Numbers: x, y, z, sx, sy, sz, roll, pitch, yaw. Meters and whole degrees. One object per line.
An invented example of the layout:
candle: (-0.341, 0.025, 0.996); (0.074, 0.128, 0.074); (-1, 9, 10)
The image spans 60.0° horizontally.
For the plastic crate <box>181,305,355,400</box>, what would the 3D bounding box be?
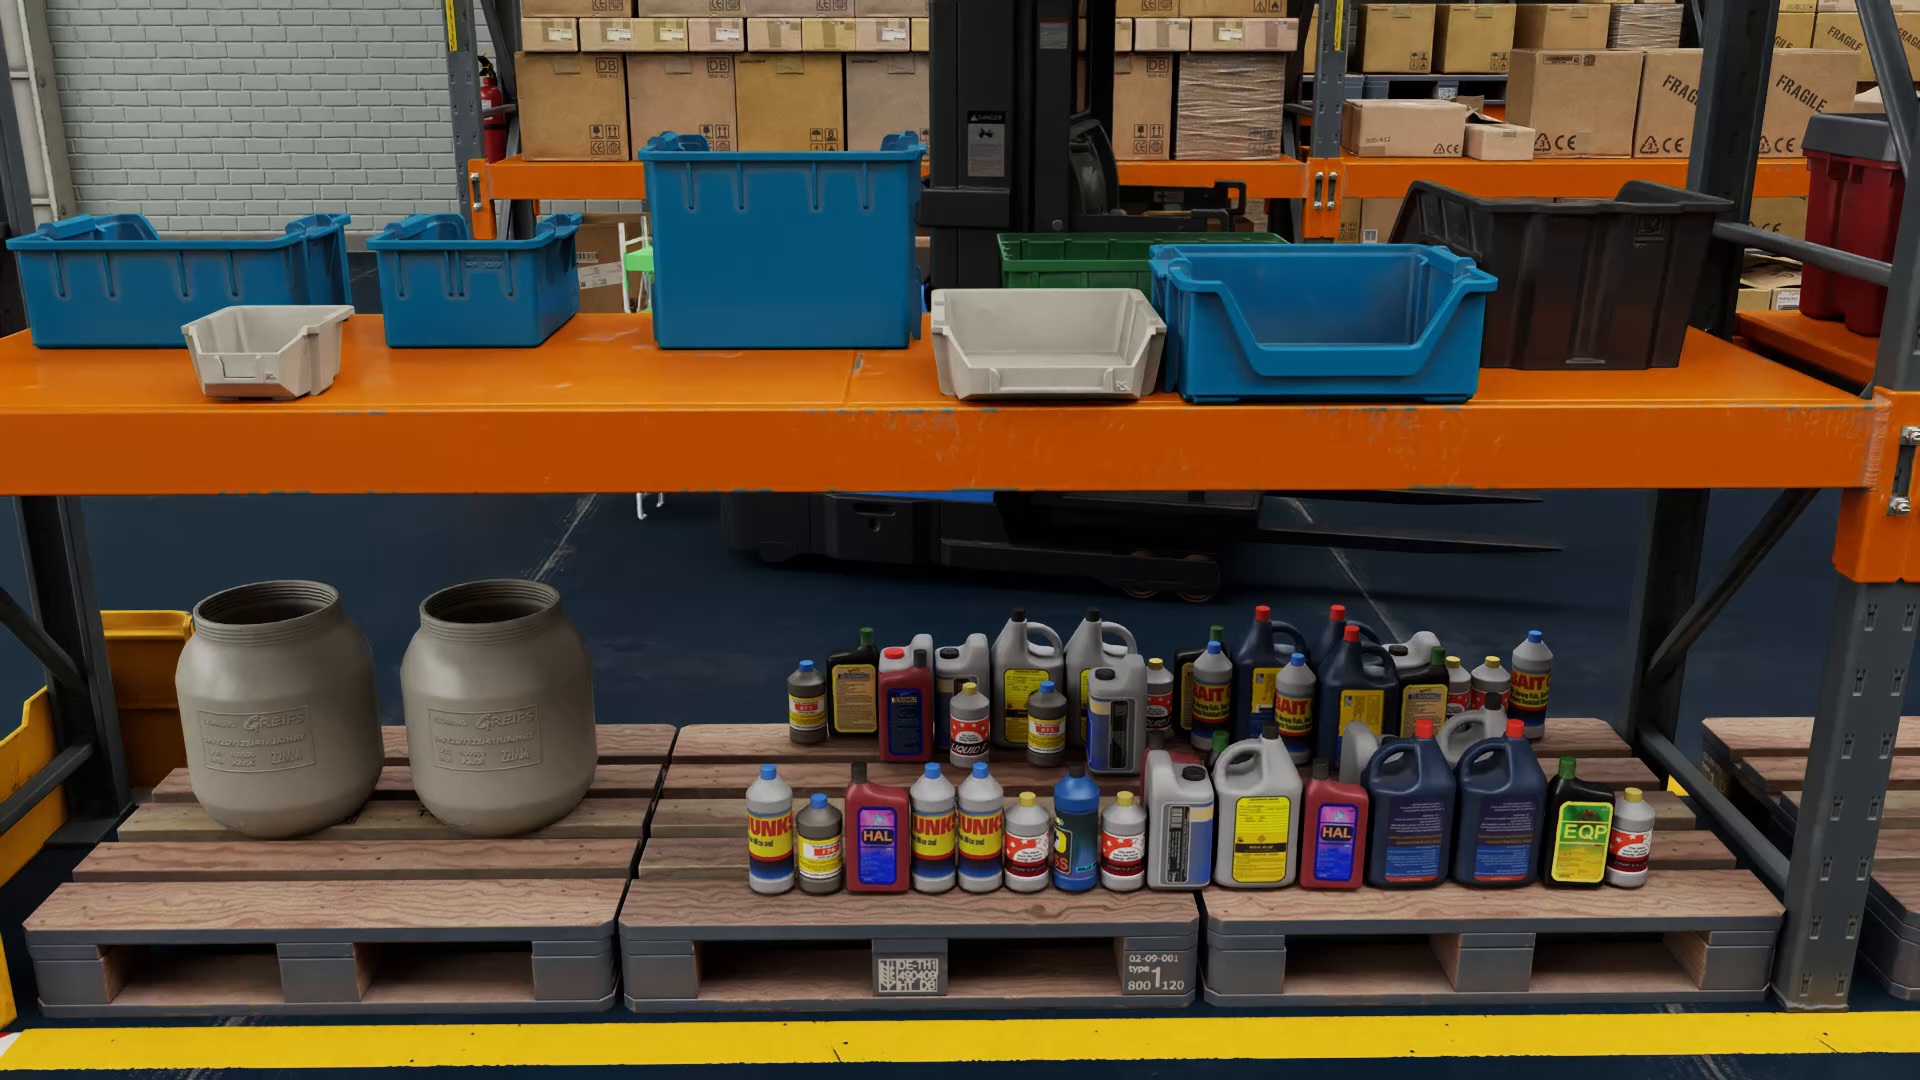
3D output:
plastic crate: (-1.318, -0.355, 3.175); (0.250, 0.136, 0.298); (0, 18, -1)

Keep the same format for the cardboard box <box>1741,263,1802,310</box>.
cardboard box: (4.163, -1.200, 8.272); (0.500, 0.311, 0.500); (0, 18, -1)

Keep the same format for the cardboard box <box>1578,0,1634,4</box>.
cardboard box: (4.959, -4.188, 12.746); (0.250, 0.149, 0.380); (-3, 18, -10)

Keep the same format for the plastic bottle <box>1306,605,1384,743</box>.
plastic bottle: (0.968, 0.335, 4.208); (0.185, 0.351, 0.144); (0, 18, 1)

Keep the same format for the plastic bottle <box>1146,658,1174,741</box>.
plastic bottle: (0.496, 0.402, 4.246); (0.097, 0.201, 0.097); (0, 18, 0)

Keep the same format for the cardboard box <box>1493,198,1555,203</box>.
cardboard box: (4.389, -2.672, 13.337); (0.500, 0.500, 0.700); (0, 18, -1)

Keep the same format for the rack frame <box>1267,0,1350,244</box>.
rack frame: (1.707, -2.106, 8.203); (0.127, 3.000, 1.000); (0, 18, -1)

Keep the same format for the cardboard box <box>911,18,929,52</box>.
cardboard box: (-0.096, -2.388, 7.856); (0.250, 0.149, 0.380); (0, 18, 1)

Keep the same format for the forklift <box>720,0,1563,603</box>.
forklift: (0.673, -1.354, 5.969); (3.031, 2.935, 1.130); (4, 18, 12)

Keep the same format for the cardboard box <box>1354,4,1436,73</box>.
cardboard box: (3.352, -3.882, 12.854); (0.500, 0.500, 0.700); (2, 18, 7)

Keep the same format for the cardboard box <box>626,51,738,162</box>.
cardboard box: (-1.300, -2.137, 8.135); (0.500, 0.500, 0.700); (0, 18, 1)

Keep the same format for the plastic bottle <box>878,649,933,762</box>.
plastic bottle: (-0.134, 0.407, 4.096); (0.133, 0.283, 0.061); (0, 18, -1)

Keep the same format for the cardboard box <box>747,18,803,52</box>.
cardboard box: (-0.864, -2.385, 7.847); (0.250, 0.149, 0.380); (-1, 18, -3)

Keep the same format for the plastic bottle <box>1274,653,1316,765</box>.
plastic bottle: (0.825, 0.411, 4.103); (0.097, 0.271, 0.097); (0, 18, 0)

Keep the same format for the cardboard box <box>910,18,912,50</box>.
cardboard box: (-0.362, -2.512, 8.241); (0.250, 0.149, 0.380); (-1, 18, -2)

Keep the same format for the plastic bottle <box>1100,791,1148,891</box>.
plastic bottle: (0.347, 0.632, 3.529); (0.097, 0.201, 0.097); (0, 18, 0)

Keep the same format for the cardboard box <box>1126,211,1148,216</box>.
cardboard box: (0.739, -1.443, 8.721); (0.500, 0.500, 0.500); (0, 18, -1)

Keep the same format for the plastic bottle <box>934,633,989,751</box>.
plastic bottle: (0.003, 0.377, 4.201); (0.135, 0.276, 0.152); (-1, 18, -2)

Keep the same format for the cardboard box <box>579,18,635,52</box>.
cardboard box: (-1.632, -2.382, 7.836); (0.250, 0.149, 0.380); (-1, 18, -2)

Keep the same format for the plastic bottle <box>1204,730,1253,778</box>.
plastic bottle: (0.600, 0.553, 3.640); (0.133, 0.283, 0.061); (0, 18, -1)

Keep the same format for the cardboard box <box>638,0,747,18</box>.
cardboard box: (-1.246, -2.755, 7.938); (0.500, 0.500, 0.700); (-1, 18, -2)

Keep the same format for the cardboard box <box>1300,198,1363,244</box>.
cardboard box: (2.877, -2.665, 13.317); (0.500, 0.500, 0.700); (-1, 18, -2)

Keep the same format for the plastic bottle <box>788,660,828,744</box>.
plastic bottle: (-0.388, 0.406, 4.232); (0.097, 0.201, 0.097); (0, 18, 0)

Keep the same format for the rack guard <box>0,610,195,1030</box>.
rack guard: (-2.142, 0.601, 3.855); (0.348, 0.500, 1.175); (0, 18, -1)

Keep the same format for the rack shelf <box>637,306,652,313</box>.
rack shelf: (-1.051, -0.845, 6.635); (0.480, 0.148, 0.258); (4, 18, 12)

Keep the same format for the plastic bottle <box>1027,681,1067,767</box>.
plastic bottle: (0.214, 0.447, 4.104); (0.097, 0.201, 0.097); (0, 18, 0)

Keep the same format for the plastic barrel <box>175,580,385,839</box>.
plastic barrel: (-1.561, 0.384, 3.826); (0.421, 0.512, 0.421); (0, 18, 0)

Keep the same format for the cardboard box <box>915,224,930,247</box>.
cardboard box: (-0.253, -1.276, 8.201); (0.500, 0.500, 0.500); (0, 18, -1)

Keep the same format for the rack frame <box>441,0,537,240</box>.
rack frame: (-2.292, -2.087, 8.143); (0.127, 3.000, 1.000); (0, 18, -1)

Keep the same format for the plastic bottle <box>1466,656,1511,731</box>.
plastic bottle: (1.355, 0.398, 4.259); (0.097, 0.201, 0.097); (0, 18, 0)

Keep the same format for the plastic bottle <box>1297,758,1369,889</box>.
plastic bottle: (0.788, 0.596, 3.506); (0.133, 0.283, 0.061); (1, 18, 3)

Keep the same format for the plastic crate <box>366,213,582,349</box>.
plastic crate: (-1.073, -0.599, 3.747); (0.408, 0.251, 0.499); (0, 18, -1)

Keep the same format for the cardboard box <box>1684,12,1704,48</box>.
cardboard box: (6.093, -3.920, 13.174); (0.500, 0.500, 0.500); (0, 18, -1)

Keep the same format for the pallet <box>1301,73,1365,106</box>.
pallet: (2.392, -3.487, 12.822); (1.213, 0.211, 1.003); (0, 18, -1)

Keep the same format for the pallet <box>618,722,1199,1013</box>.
pallet: (-0.113, 0.731, 3.922); (1.213, 0.211, 1.003); (0, 18, -1)

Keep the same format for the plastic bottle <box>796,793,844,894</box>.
plastic bottle: (-0.296, 0.635, 3.519); (0.097, 0.201, 0.097); (0, 18, 0)

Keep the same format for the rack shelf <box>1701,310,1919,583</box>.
rack shelf: (3.782, -0.261, 3.627); (4.000, 0.370, 1.077); (0, 18, -1)

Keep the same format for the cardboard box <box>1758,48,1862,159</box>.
cardboard box: (4.029, -2.160, 8.207); (0.500, 0.500, 0.500); (-1, 18, -4)

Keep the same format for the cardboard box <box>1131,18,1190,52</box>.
cardboard box: (0.930, -2.394, 7.873); (0.250, 0.149, 0.380); (-1, 18, -2)

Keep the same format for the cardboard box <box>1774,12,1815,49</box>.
cardboard box: (6.115, -3.762, 12.680); (0.500, 0.500, 0.500); (0, 18, 1)

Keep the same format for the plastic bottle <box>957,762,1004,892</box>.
plastic bottle: (0.043, 0.600, 3.514); (0.097, 0.271, 0.097); (0, 18, 0)

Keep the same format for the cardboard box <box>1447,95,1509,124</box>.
cardboard box: (2.584, -2.103, 8.412); (0.258, 0.266, 0.396); (-1, 18, -2)

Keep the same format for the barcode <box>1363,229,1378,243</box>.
barcode: (1.969, -1.457, 7.979); (0.075, 0.075, 0.001); (0, 18, -1)

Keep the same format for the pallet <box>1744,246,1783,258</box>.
pallet: (6.414, -2.292, 13.346); (1.213, 0.211, 1.003); (0, 18, -1)

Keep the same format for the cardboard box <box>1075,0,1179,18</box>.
cardboard box: (0.759, -2.765, 7.968); (0.500, 0.500, 0.700); (0, 18, -1)

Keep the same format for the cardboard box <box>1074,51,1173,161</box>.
cardboard box: (0.737, -2.145, 8.161); (0.500, 0.500, 0.700); (0, 18, -1)

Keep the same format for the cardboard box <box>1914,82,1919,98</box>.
cardboard box: (7.244, -3.474, 12.845); (0.250, 0.149, 0.380); (0, 18, 0)

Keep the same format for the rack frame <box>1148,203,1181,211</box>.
rack frame: (1.625, -3.619, 12.920); (0.127, 3.000, 1.000); (0, 18, -1)

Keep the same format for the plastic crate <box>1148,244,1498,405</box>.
plastic crate: (0.680, -0.435, 3.235); (0.616, 0.251, 0.499); (0, 18, -1)

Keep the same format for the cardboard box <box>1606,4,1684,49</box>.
cardboard box: (5.155, -3.890, 12.881); (0.500, 0.500, 0.700); (-2, 18, -7)

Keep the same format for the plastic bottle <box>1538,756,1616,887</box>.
plastic bottle: (1.306, 0.593, 3.514); (0.133, 0.283, 0.061); (1, 18, 2)

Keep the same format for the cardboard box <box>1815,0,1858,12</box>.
cardboard box: (6.620, -4.121, 12.572); (0.500, 0.250, 0.500); (-1, 18, -2)

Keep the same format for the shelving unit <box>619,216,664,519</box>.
shelving unit: (-1.050, -0.677, 6.689); (0.503, 1.200, 0.258); (4, 18, 12)
